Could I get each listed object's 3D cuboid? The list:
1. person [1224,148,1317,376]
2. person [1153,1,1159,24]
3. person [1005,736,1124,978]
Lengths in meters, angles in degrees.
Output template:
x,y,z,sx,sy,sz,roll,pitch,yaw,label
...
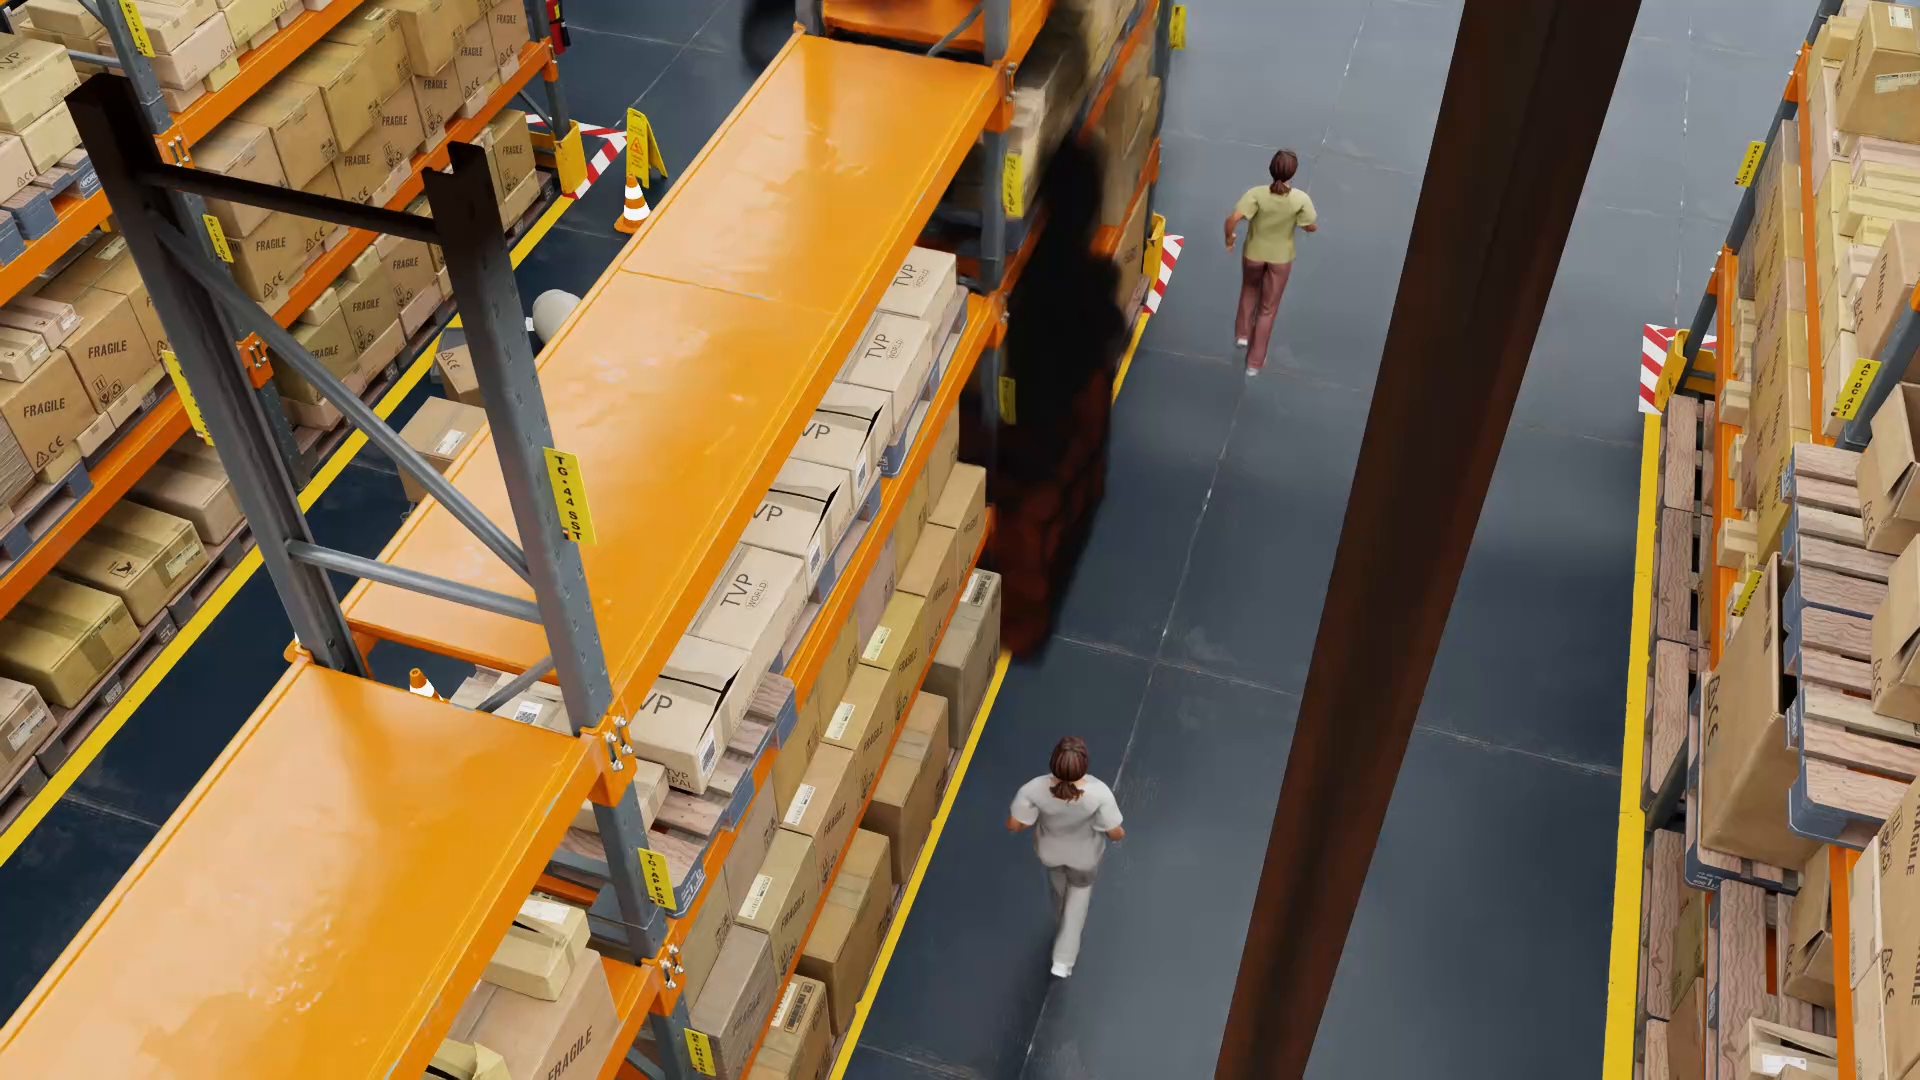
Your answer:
x,y,z,sx,sy,sz,roll,pitch,yaw,label
2.103,-1.901,11.464,0.597,1.784,0.690,12,47,12,person
1.506,-4.535,14.374,0.722,1.729,0.654,-11,47,-11,person
0.507,1.510,8.108,0.563,1.639,0.692,7,46,7,person
